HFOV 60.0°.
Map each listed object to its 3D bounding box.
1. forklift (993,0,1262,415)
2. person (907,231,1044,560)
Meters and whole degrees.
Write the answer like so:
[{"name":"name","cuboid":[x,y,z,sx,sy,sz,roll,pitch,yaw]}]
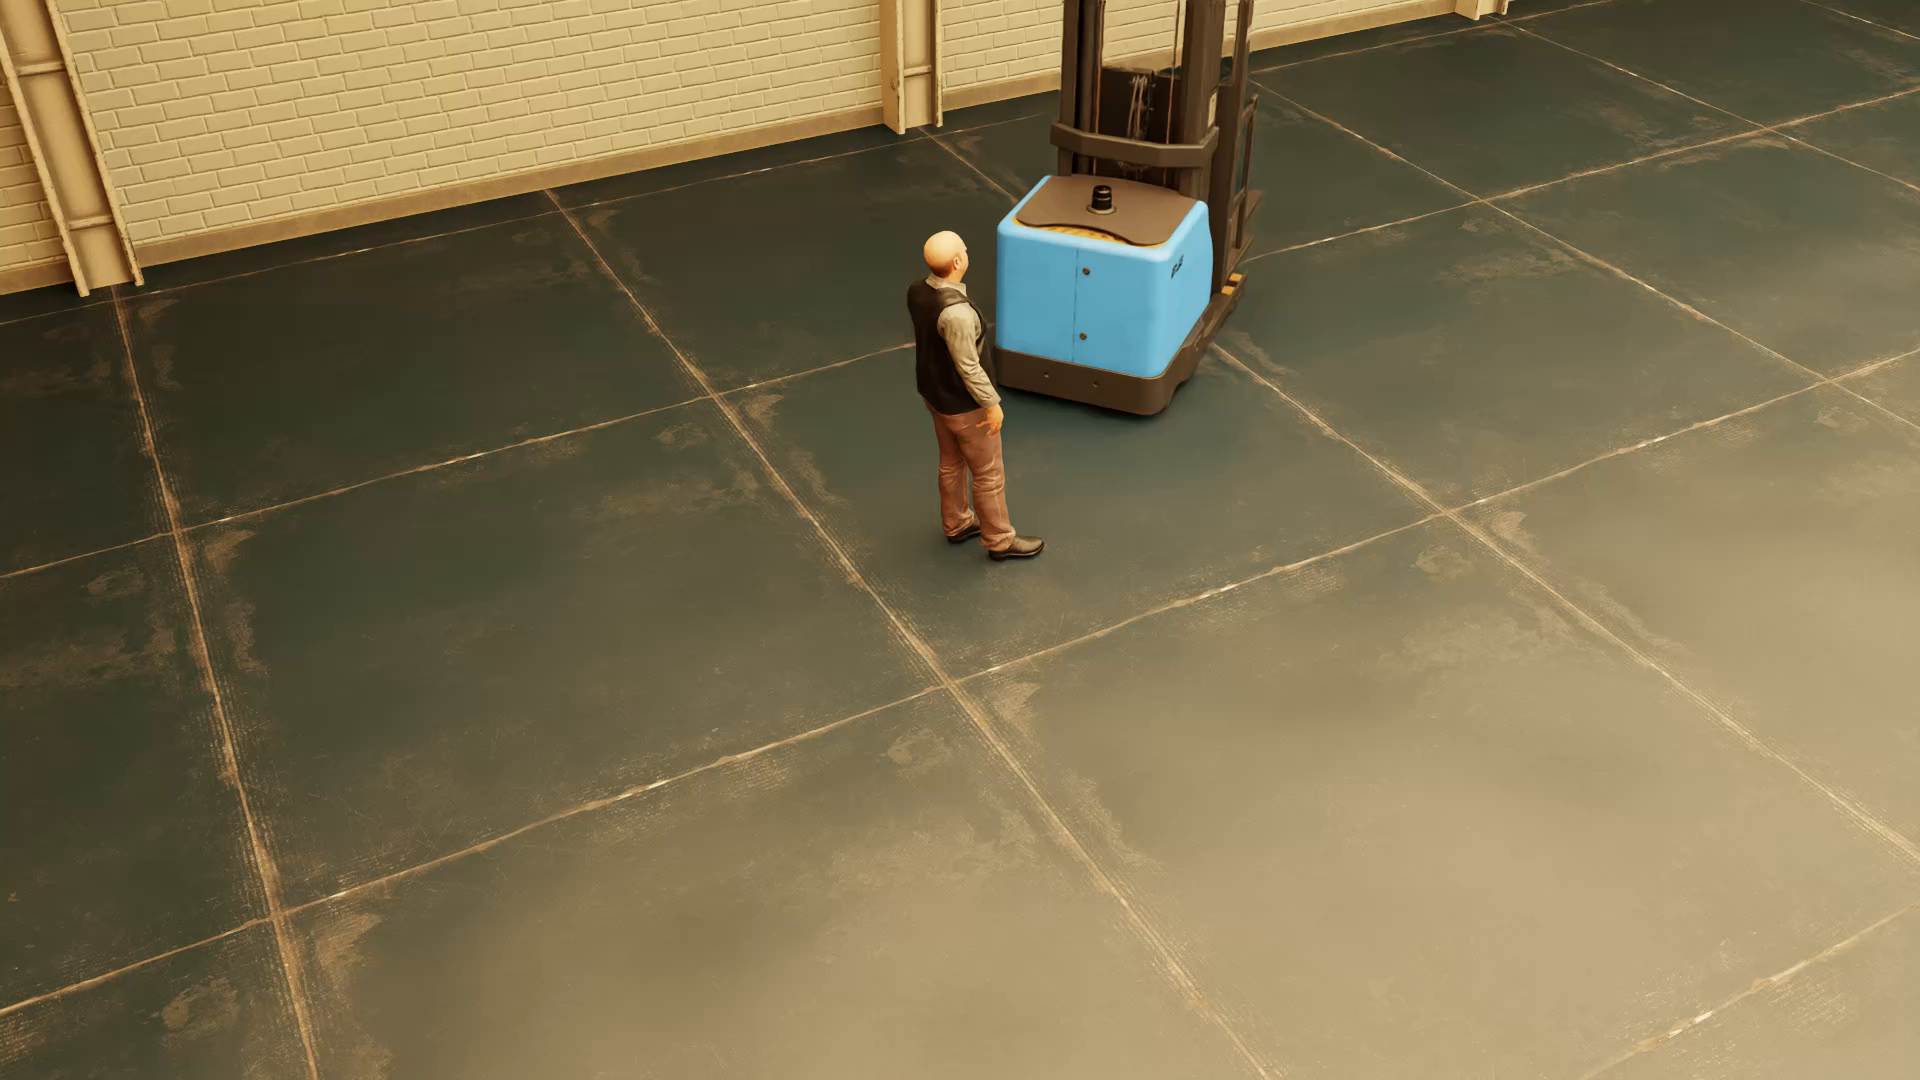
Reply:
[{"name":"forklift","cuboid":[1.236,-2.759,10.026,1.130,2.935,3.031,14,38,19]},{"name":"person","cuboid":[0.059,-0.722,8.181,0.565,1.723,0.634,-17,39,-23]}]
